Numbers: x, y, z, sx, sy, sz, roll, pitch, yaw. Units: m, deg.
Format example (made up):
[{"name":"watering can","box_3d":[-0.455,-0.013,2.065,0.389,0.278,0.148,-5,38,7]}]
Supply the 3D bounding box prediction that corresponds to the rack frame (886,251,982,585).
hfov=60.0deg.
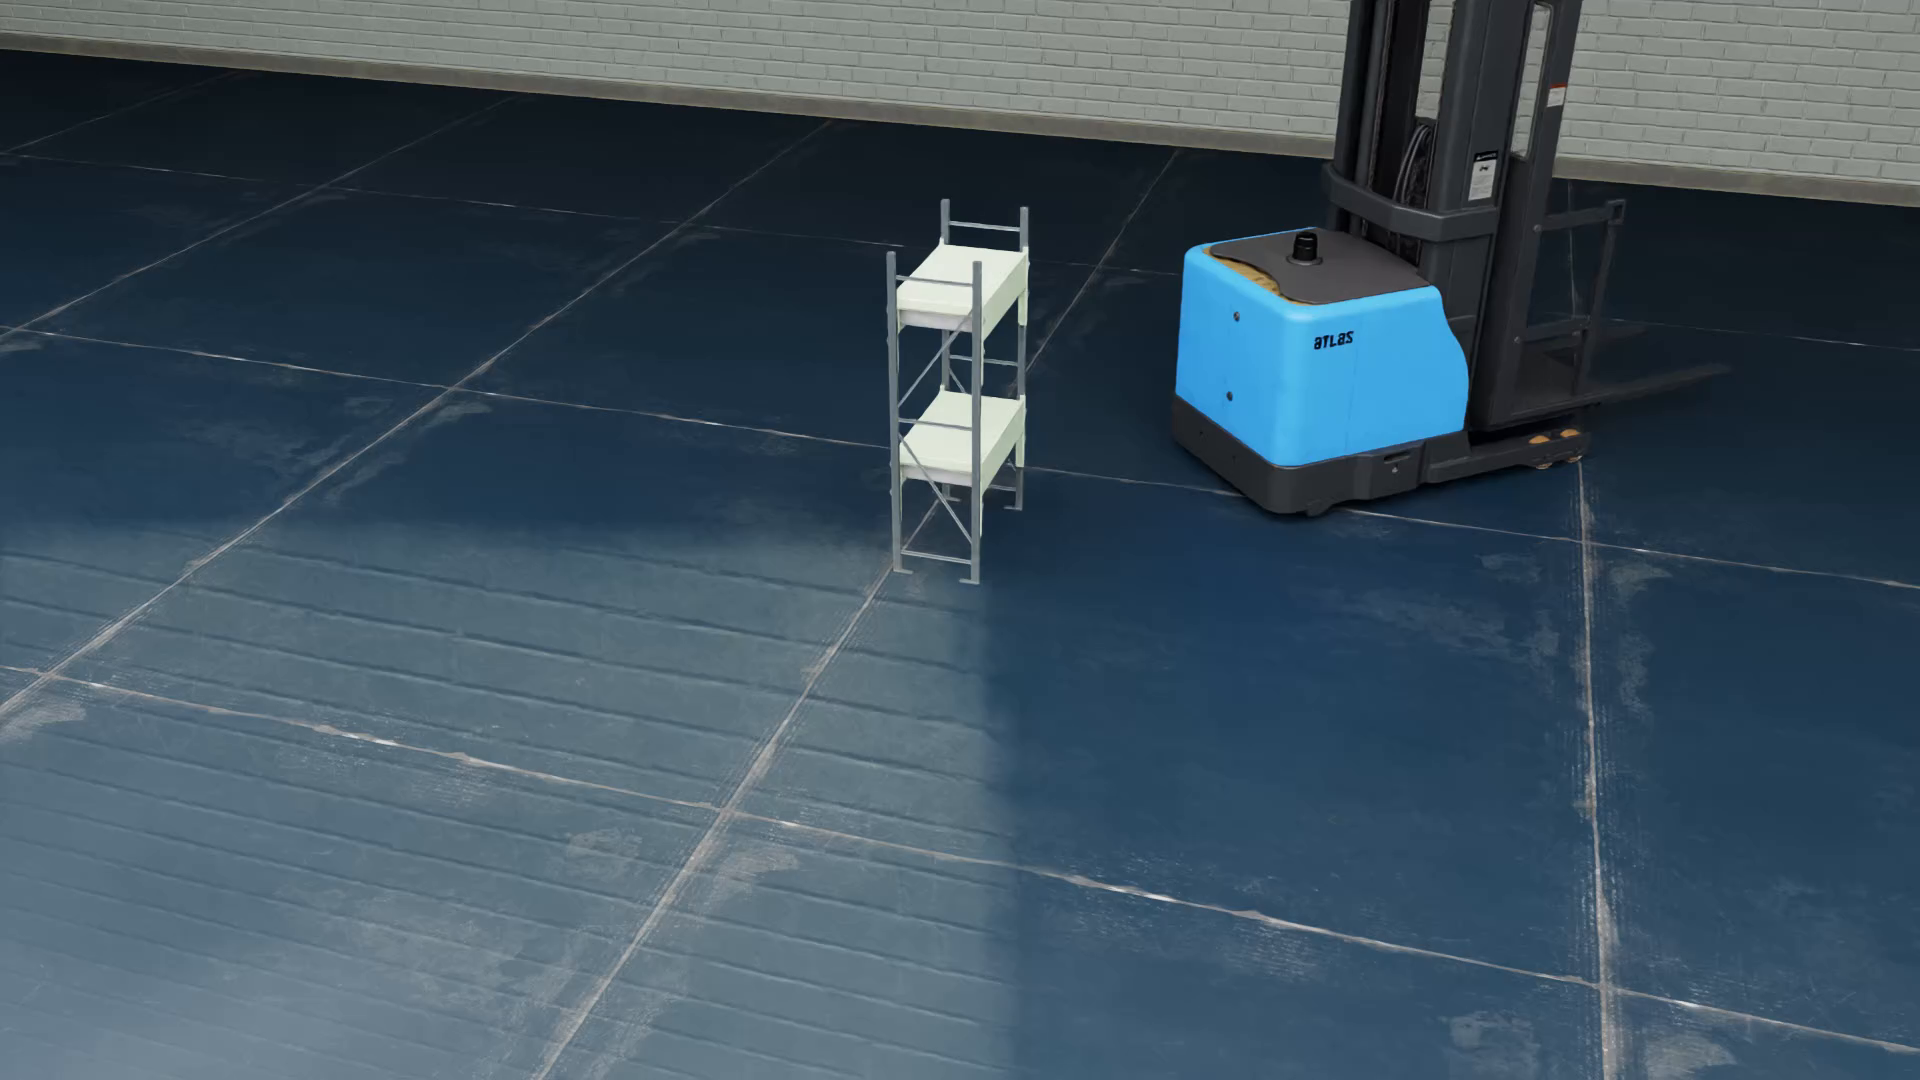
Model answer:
[{"name":"rack frame","box_3d":[-0.105,-0.488,7.085,0.400,1.500,0.023,8,30,15]}]

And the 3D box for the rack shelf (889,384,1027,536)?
[{"name":"rack shelf","box_3d":[0.002,-0.374,7.549,0.431,0.370,0.720,8,30,15]}]

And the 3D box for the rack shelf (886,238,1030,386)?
[{"name":"rack shelf","box_3d":[0.002,-1.000,7.201,0.431,0.370,0.720,8,30,15]}]

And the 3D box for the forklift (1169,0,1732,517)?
[{"name":"forklift","box_3d":[2.643,-1.858,8.075,3.031,2.935,1.130,-12,31,-21]}]

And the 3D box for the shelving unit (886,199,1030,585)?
[{"name":"shelving unit","box_3d":[0.002,-0.659,7.391,0.431,1.500,0.755,8,30,15]}]

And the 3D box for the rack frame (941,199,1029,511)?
[{"name":"rack frame","box_3d":[0.109,-0.829,7.697,0.400,1.500,0.023,8,30,15]}]
